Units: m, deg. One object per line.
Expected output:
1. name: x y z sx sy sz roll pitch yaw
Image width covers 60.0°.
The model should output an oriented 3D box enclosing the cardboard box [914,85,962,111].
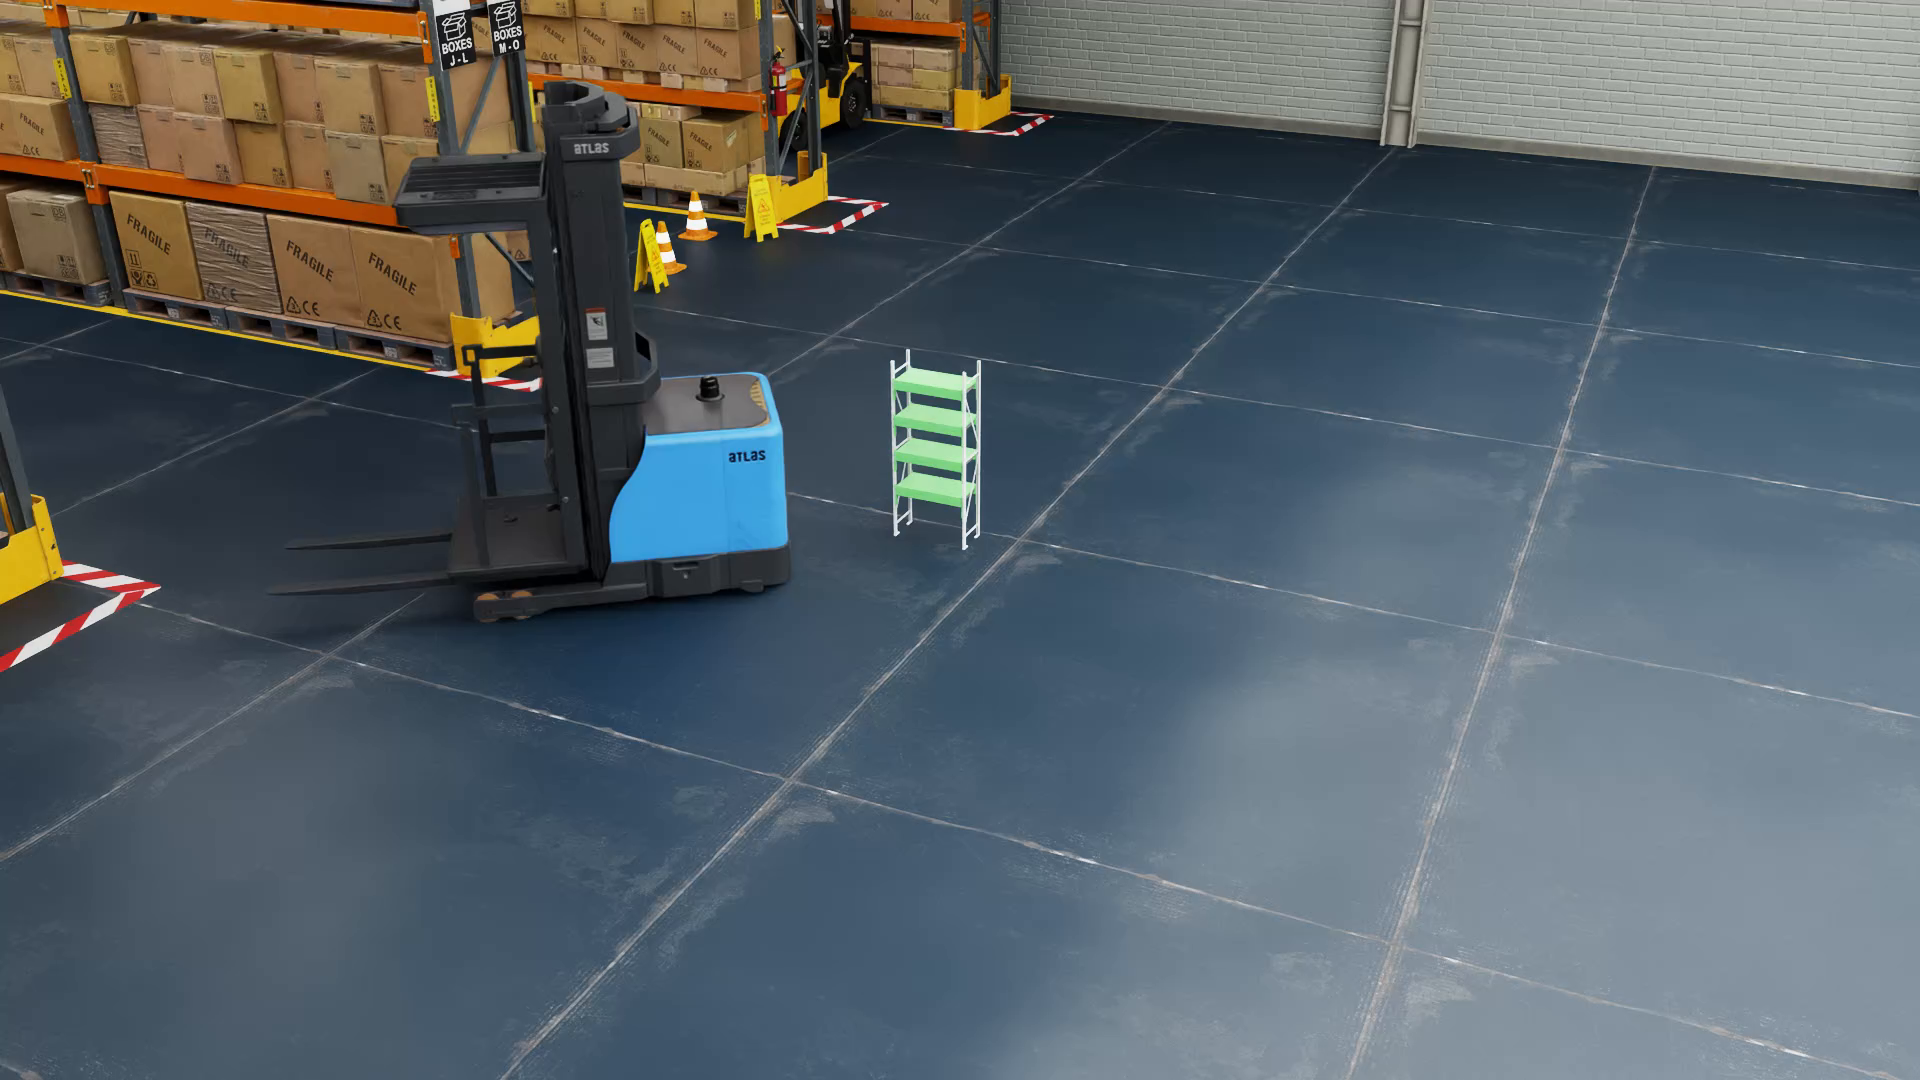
1. cardboard box: -0.277 -5.824 21.821 0.500 0.250 0.500 12 28 22

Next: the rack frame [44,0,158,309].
1. rack frame: -7.368 -3.636 14.740 0.127 3.000 1.000 11 28 22

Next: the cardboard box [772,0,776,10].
1. cardboard box: -2.583 -7.412 22.295 0.500 0.500 0.500 12 29 23

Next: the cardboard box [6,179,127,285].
1. cardboard box: -7.970 -2.893 15.301 0.750 0.750 1.050 11 28 22

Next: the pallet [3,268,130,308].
1. pallet: -8.102 -2.496 15.581 1.213 0.211 1.003 11 28 22

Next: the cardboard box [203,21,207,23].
1. cardboard box: -9.394 -6.500 20.726 0.500 0.250 0.500 11 28 21

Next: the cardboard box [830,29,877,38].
1. cardboard box: -1.448 -6.760 22.590 0.500 0.250 0.500 11 28 21

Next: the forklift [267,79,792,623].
1. forklift: -2.595 -1.084 9.634 3.031 2.935 1.130 -5 27 -10

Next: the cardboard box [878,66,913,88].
1. cardboard box: -0.743 -6.149 21.915 0.500 0.250 0.500 11 28 21

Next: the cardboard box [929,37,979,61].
1. cardboard box: -0.078 -6.478 22.017 0.500 0.250 0.500 11 28 21

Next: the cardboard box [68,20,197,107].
1. cardboard box: -7.046 -4.107 14.303 0.550 0.550 0.875 11 28 22

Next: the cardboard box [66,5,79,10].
1. cardboard box: -11.014 -6.792 20.754 0.500 0.250 0.500 10 28 20

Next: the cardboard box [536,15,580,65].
1. cardboard box: -4.208 -5.452 17.977 0.500 0.500 0.500 11 28 21

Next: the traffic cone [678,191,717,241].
1. traffic cone: -2.695 -3.336 17.001 0.334 0.463 0.336 11 28 22

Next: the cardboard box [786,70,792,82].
1. cardboard box: -1.993 -4.946 17.685 0.250 0.149 0.380 11 28 22

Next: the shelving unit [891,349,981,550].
1. shelving unit: -0.151 -0.569 10.546 0.503 1.200 0.258 11 28 22

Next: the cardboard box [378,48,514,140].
1. cardboard box: -4.048 -3.540 13.152 0.550 0.550 0.875 11 28 22

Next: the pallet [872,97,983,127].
1. pallet: -0.432 -5.782 22.256 1.213 0.211 1.003 11 28 22

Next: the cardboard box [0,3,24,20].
1. cardboard box: -11.930 -6.760 21.254 0.500 0.250 0.500 11 28 21

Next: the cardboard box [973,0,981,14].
1. cardboard box: -0.054 -7.157 21.779 0.500 0.500 0.500 12 29 23

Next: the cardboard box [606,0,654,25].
1. cardboard box: -3.290 -5.694 17.337 0.500 0.500 0.700 11 28 21

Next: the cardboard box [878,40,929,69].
1. cardboard box: -0.734 -6.364 21.785 0.500 0.250 0.500 12 29 23

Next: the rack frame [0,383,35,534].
1. rack frame: -5.872 -0.929 9.241 0.127 3.000 1.000 11 28 22

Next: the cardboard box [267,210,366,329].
1. cardboard box: -5.173 -2.398 14.154 0.875 0.875 0.875 11 28 21

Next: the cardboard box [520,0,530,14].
1. cardboard box: -4.644 -6.002 17.963 0.500 0.500 0.700 12 28 22

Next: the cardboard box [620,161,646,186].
1. cardboard box: -3.564 -4.100 18.318 0.500 0.250 0.500 10 28 20

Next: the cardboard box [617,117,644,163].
1. cardboard box: -3.540 -4.436 18.152 0.500 0.500 0.500 11 28 21

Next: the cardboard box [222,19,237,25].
1. cardboard box: -8.590 -6.253 19.863 0.250 0.149 0.380 10 28 19

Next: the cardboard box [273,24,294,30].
1. cardboard box: -7.866 -6.113 19.579 0.250 0.149 0.380 13 29 25

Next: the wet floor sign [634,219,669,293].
1. wet floor sign: -2.881 -2.640 15.381 0.232 0.644 0.267 6 27 13

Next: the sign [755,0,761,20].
1. sign: -2.018 -5.356 16.563 0.005 0.325 0.100 11 28 22

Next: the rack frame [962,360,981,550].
1. rack frame: 0.071 -0.524 10.456 0.015 1.200 0.240 11 28 22

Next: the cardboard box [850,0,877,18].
1. cardboard box: -1.210 -7.132 21.726 0.500 0.500 0.500 11 28 21

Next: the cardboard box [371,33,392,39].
1. cardboard box: -6.476 -5.792 18.927 0.250 0.149 0.380 11 28 21

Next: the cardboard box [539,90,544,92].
1. cardboard box: -4.761 -4.936 19.169 0.500 0.500 0.500 11 28 21

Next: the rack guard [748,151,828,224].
1. rack guard: -1.839 -3.806 17.915 0.348 0.500 1.175 11 28 22

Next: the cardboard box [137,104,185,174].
1. cardboard box: -6.517 -3.550 14.394 0.550 0.550 0.875 11 28 22

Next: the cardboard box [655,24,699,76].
1. cardboard box: -2.832 -5.174 17.413 0.500 0.500 0.500 11 28 22

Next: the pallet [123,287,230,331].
1. pallet: -6.708 -2.215 15.010 1.213 0.211 1.003 11 28 22

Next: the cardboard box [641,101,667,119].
1. cardboard box: -3.196 -4.625 17.802 0.250 0.149 0.380 12 29 23

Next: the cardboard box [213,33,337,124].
1. cardboard box: -5.577 -3.805 13.691 0.500 0.550 0.875 11 28 22

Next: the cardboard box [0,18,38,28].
1. cardboard box: -8.751 -4.404 15.054 0.500 0.500 0.700 12 28 22

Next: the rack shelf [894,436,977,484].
1. rack shelf: -0.151 -0.511 10.575 0.480 0.148 0.258 11 28 22

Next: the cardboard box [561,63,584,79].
1. cardboard box: -4.096 -5.108 18.014 0.250 0.149 0.380 12 28 22

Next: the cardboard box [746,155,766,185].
1. cardboard box: -2.390 -4.127 18.375 0.500 0.250 0.500 11 28 21

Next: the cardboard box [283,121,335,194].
1. cardboard box: -5.051 -3.267 13.819 0.550 0.550 0.875 11 28 22

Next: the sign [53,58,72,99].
1. sign: -7.584 -3.900 14.055 0.005 0.325 0.100 11 28 22

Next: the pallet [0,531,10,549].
1. pallet: -6.666 0.145 10.216 1.213 0.211 1.003 11 28 22

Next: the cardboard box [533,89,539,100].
1. cardboard box: -4.897 -4.964 18.491 0.250 0.149 0.380 12 29 23

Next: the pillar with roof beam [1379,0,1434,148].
1. pillar with roof beam: 3.701 -7.264 15.315 0.400 9.000 9.100 11 28 22

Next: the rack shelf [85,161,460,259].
1. rack shelf: -5.547 -2.948 14.156 4.000 0.370 1.077 11 28 22

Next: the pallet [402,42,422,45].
1. pallet: -6.046 -5.757 19.265 1.213 0.211 1.003 11 28 22

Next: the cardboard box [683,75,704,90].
1. cardboard box: -2.700 -4.841 17.471 0.250 0.149 0.380 11 28 21

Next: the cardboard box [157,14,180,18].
1. cardboard box: -9.598 -6.520 20.201 0.500 0.250 0.500 11 28 22

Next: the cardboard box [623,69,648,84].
1. cardboard box: -3.392 -4.989 17.772 0.250 0.149 0.380 11 28 21

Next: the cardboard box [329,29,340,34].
1. cardboard box: -7.114 -5.986 19.321 0.250 0.149 0.380 10 28 20

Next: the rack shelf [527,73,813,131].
1. rack shelf: -3.590 -4.957 18.236 4.000 0.370 1.077 11 28 22

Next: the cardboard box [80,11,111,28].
1. cardboard box: -10.543 -6.483 20.692 0.500 0.250 0.500 11 28 21
